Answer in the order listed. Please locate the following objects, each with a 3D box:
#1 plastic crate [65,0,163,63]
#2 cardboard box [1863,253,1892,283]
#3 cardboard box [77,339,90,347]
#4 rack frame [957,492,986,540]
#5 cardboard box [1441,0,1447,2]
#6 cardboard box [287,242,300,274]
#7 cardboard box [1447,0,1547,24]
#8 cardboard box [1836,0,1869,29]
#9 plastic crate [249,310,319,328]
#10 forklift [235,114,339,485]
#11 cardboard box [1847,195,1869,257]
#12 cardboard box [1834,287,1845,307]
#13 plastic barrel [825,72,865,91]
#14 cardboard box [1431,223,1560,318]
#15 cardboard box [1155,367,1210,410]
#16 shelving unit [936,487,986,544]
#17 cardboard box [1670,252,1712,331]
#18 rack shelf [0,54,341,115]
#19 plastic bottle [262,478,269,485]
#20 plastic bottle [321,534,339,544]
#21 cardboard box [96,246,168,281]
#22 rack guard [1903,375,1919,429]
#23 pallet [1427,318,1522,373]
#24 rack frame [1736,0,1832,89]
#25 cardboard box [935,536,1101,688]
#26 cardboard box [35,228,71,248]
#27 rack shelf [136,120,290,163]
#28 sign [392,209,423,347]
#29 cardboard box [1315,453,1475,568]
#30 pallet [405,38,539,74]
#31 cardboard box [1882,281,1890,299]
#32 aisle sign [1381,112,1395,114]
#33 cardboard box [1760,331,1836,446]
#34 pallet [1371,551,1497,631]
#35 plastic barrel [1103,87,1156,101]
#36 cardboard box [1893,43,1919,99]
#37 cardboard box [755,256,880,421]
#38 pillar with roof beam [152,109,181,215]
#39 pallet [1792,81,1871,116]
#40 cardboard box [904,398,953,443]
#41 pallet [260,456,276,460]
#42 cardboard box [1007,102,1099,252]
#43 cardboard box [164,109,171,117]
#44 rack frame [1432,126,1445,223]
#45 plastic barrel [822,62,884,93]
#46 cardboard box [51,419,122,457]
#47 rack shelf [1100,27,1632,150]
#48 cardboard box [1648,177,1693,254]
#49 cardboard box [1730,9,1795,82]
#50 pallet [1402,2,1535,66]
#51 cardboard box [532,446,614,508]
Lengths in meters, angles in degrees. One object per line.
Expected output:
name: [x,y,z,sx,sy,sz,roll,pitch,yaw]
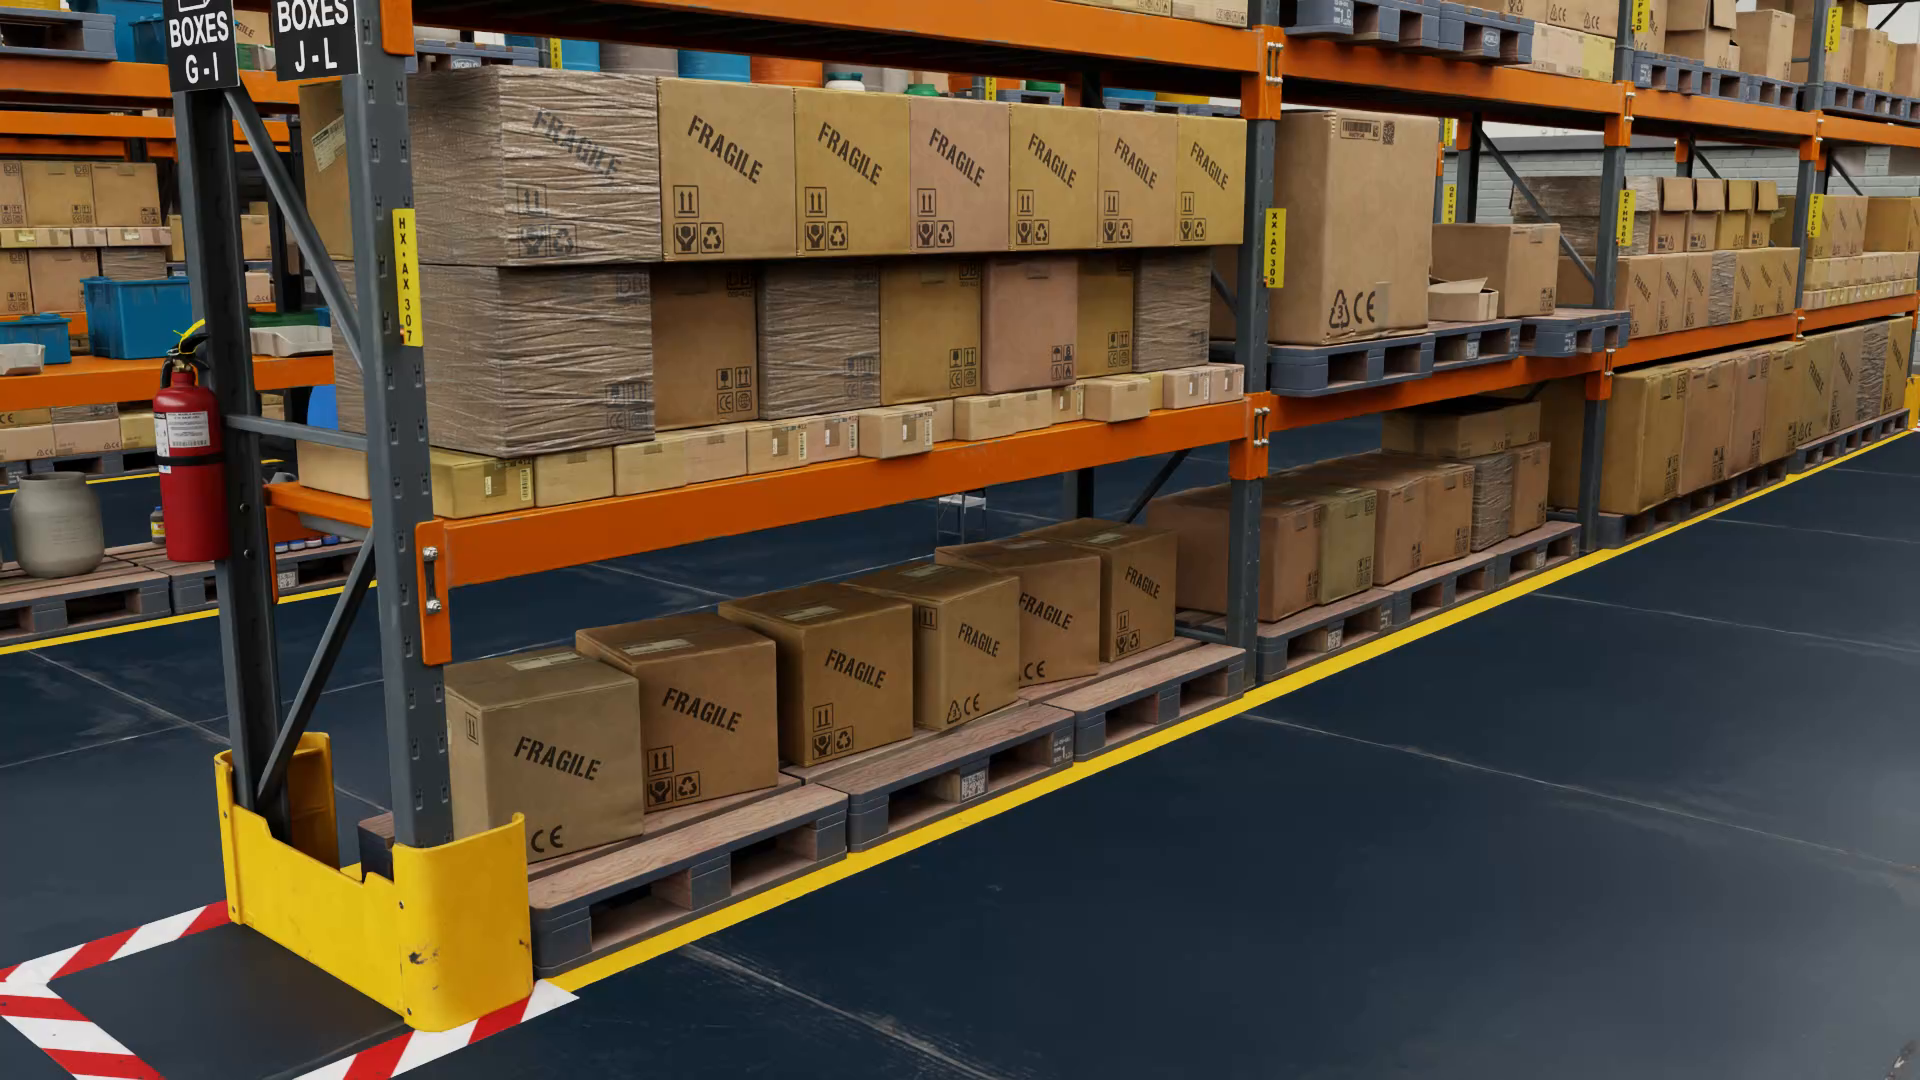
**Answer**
plastic crate: [-4.428,-2.700,8.956,0.392,0.384,0.575,10,15,40]
cardboard box: [8.030,-2.449,14.937,0.500,0.250,0.500,9,14,38]
cardboard box: [-9.485,-1.970,18.176,0.700,0.500,0.500,9,15,39]
rack frame: [0.072,-0.457,10.704,0.240,0.900,0.006,10,15,40]
cardboard box: [1.906,-2.789,8.020,0.797,0.503,0.637,11,15,43]
cardboard box: [-5.671,-2.385,14.738,0.500,0.500,0.500,-11,16,-43]
cardboard box: [2.745,-2.969,8.730,0.500,0.500,0.500,10,15,41]
cardboard box: [7.481,-4.478,14.319,0.500,0.250,0.500,9,15,39]
plastic crate: [-3.928,-1.239,9.798,0.450,0.188,0.662,10,15,40]
forklift: [-4.848,-1.907,12.775,3.031,2.935,1.130,9,15,39]
cardboard box: [7.360,-2.669,14.125,0.500,0.500,0.500,9,15,39]
cardboard box: [7.146,-2.037,13.892,0.380,0.149,0.250,9,15,39]
plastic barrel: [-0.844,-3.281,12.173,0.301,0.262,0.301,0,11,0]
cardboard box: [2.921,-1.530,9.385,0.500,0.500,0.700,-9,15,-39]
cardboard box: [0.807,-0.638,6.887,0.380,0.149,0.250,10,15,40]
shelving unit: [0.005,-0.442,10.629,0.258,0.900,0.210,10,15,40]
cardboard box: [4.740,-1.692,11.268,0.500,0.500,0.500,9,15,39]
rack shelf: [-4.140,-2.330,8.898,1.077,0.370,4.000,10,15,40]
plastic bottle: [-4.193,-0.240,9.896,0.144,0.351,0.185,11,15,43]
plastic bottle: [-3.604,-0.117,9.482,0.097,0.271,0.097,0,11,0]
cardboard box: [-6.827,-2.130,13.463,0.700,0.500,0.500,9,15,39]
rack guard: [8.838,-1.409,16.491,1.175,0.500,0.348,10,15,40]
pallet: [2.265,-1.064,8.869,1.003,0.211,1.213,10,15,40]
rack frame: [6.181,-4.985,12.694,1.000,3.000,0.127,10,15,40]
cardboard box: [0.234,0.293,6.897,0.500,0.500,0.500,-7,13,-30]
cardboard box: [-7.065,-2.333,12.822,0.380,0.149,0.250,10,15,40]
rack shelf: [-5.218,-3.560,15.054,1.077,0.370,4.000,10,15,40]
sign: [-1.332,-0.632,4.006,0.100,0.325,0.005,10,15,40]
cardboard box: [2.388,-0.176,9.192,0.500,0.500,0.700,-11,15,-43]
pallet: [-3.223,-2.766,9.725,1.213,0.211,1.003,10,15,40]
cardboard box: [8.161,-2.263,15.024,0.380,0.149,0.250,9,15,39]
aisle sign: [4.926,-4.596,19.425,0.394,0.787,0.004,10,15,40]
cardboard box: [6.677,-1.294,13.883,0.875,0.875,0.875,10,15,40]
pallet: [2.218,0.206,9.139,1.003,0.211,1.213,10,15,40]
plastic barrel: [1.449,-4.335,14.748,0.600,0.901,0.708,10,15,40]
cardboard box: [8.519,-4.323,15.456,0.700,0.500,0.500,9,14,37]
cardboard box: [-0.754,-0.707,5.577,0.875,0.500,0.500,10,15,40]
pillar with roof beam: [-5.896,-5.682,16.182,9.100,9.000,0.400,10,15,40]
pallet: [6.729,-3.589,13.592,1.003,0.211,1.213,10,15,40]
cardboard box: [-0.244,-0.428,5.835,0.380,0.149,0.250,10,15,40]
pallet: [-6.081,-0.893,14.645,1.003,0.211,1.213,10,15,40]
cardboard box: [0.150,-1.302,6.005,0.500,0.500,0.500,10,15,40]
cardboard box: [-8.547,-4.728,18.754,0.637,0.503,0.797,-10,15,-40]
rack frame: [5.101,-3.272,19.434,1.000,3.000,0.127,10,15,40]
plastic barrel: [-0.885,-3.719,12.734,0.600,0.901,0.600,0,11,0]
cardboard box: [-7.018,-0.836,13.187,0.500,0.250,0.500,10,15,40]
rack shelf: [2.221,-2.278,8.639,1.077,0.370,4.000,10,15,40]
cardboard box: [4.468,-2.196,11.234,0.797,0.503,0.637,10,15,42]
cardboard box: [5.806,-3.682,12.503,0.700,0.500,0.500,10,15,42]
pallet: [2.070,-2.475,8.265,1.213,0.211,1.003,10,15,40]
cardboard box: [-1.193,-0.200,4.694,0.380,0.149,0.250,10,15,40]
